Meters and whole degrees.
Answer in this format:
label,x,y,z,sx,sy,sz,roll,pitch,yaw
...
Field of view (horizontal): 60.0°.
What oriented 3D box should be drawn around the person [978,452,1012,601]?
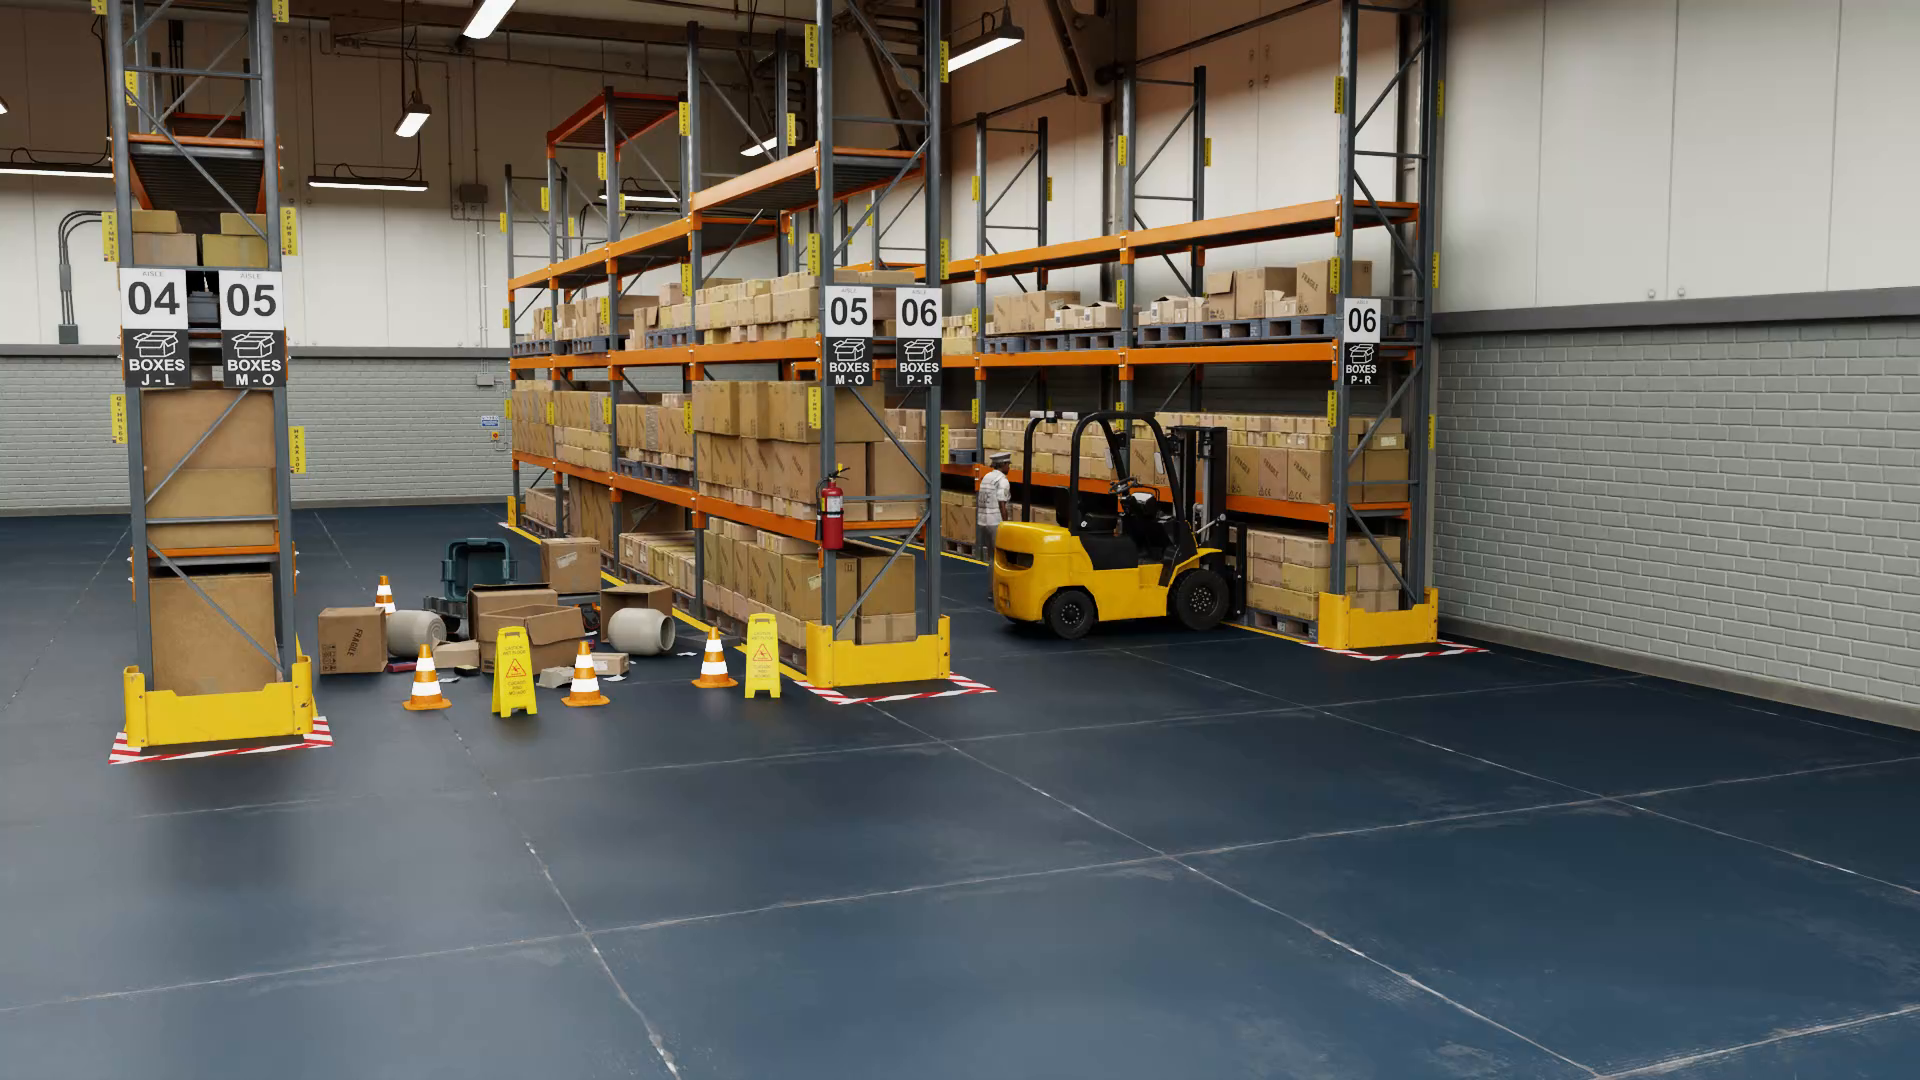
label,x,y,z,sx,sy,sz,roll,pitch,yaw
person,0.429,-0.146,18.513,0.421,1.661,0.532,-3,6,-27
